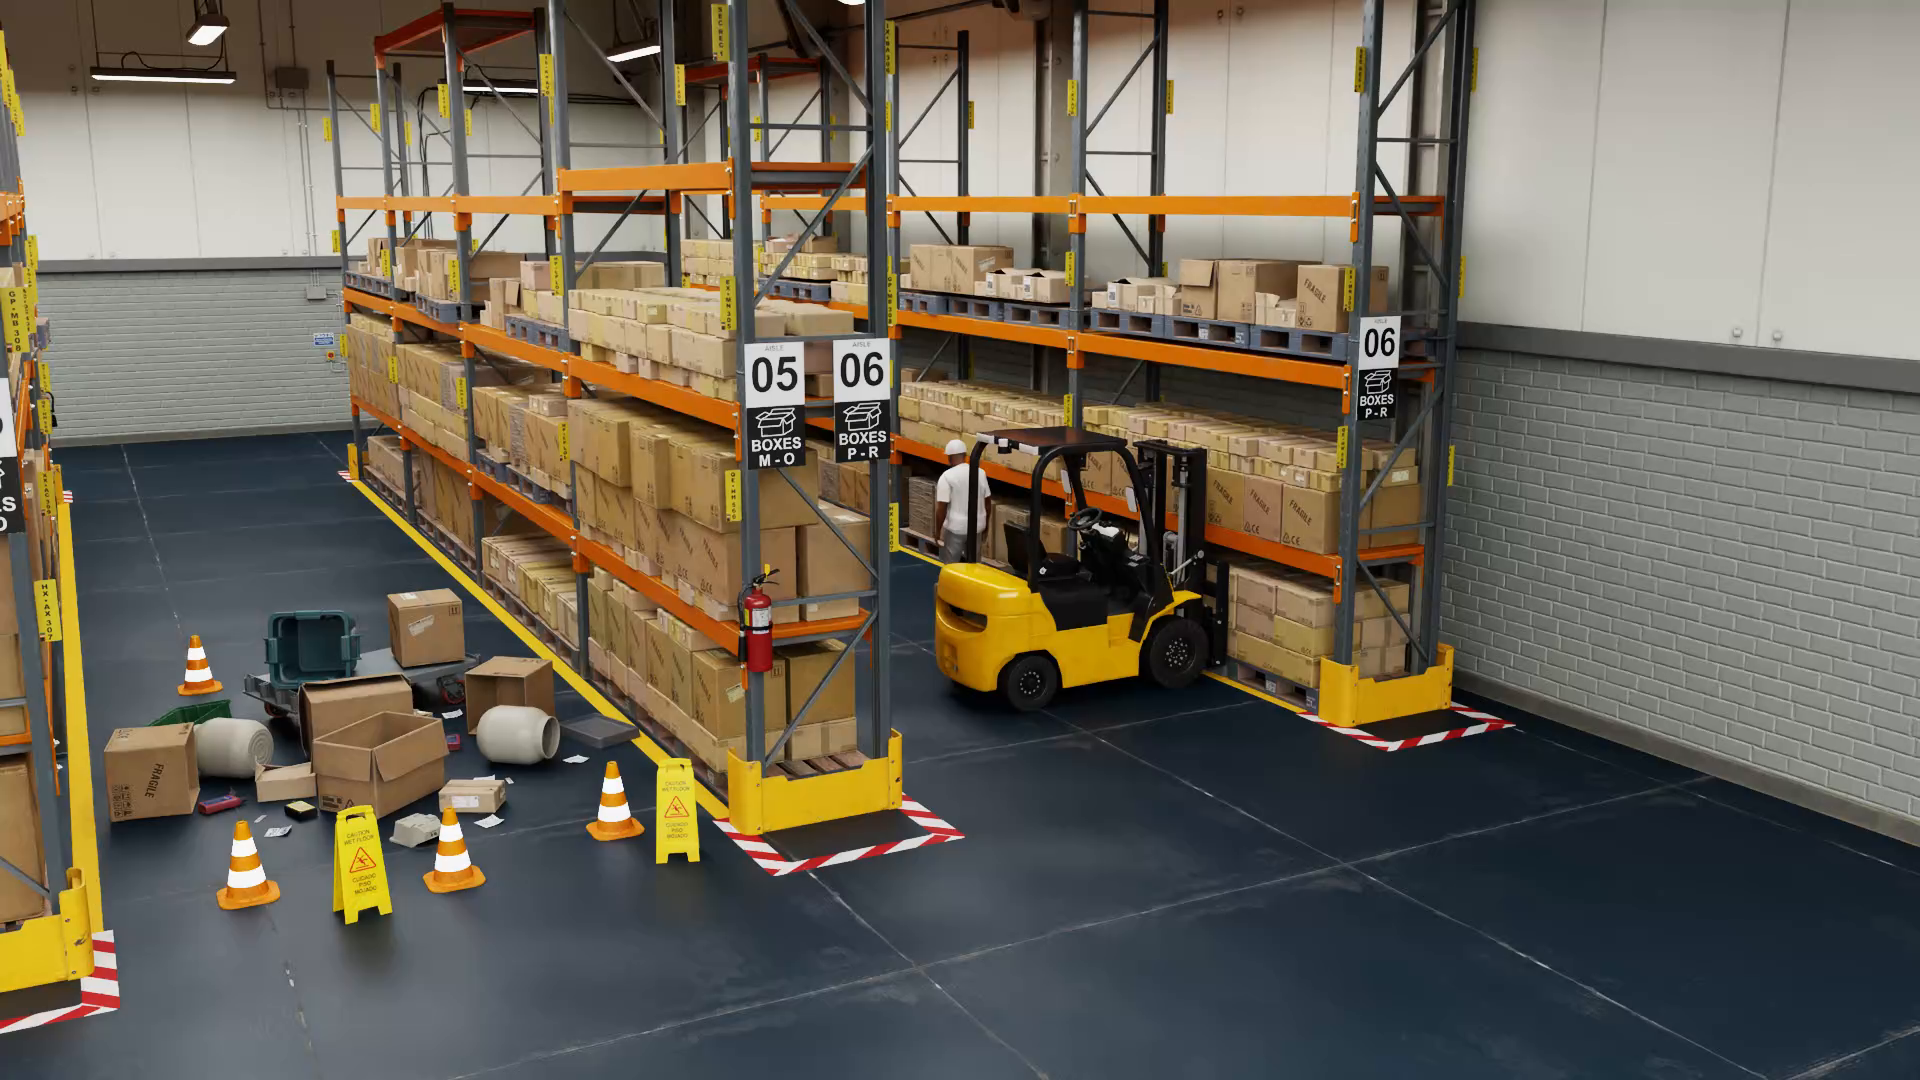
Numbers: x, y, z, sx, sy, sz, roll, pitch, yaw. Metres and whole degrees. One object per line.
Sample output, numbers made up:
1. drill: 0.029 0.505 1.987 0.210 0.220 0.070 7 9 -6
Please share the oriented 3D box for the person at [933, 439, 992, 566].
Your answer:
1. person: 0.020 -0.125 16.523 0.627 1.757 0.459 -6 13 -26
